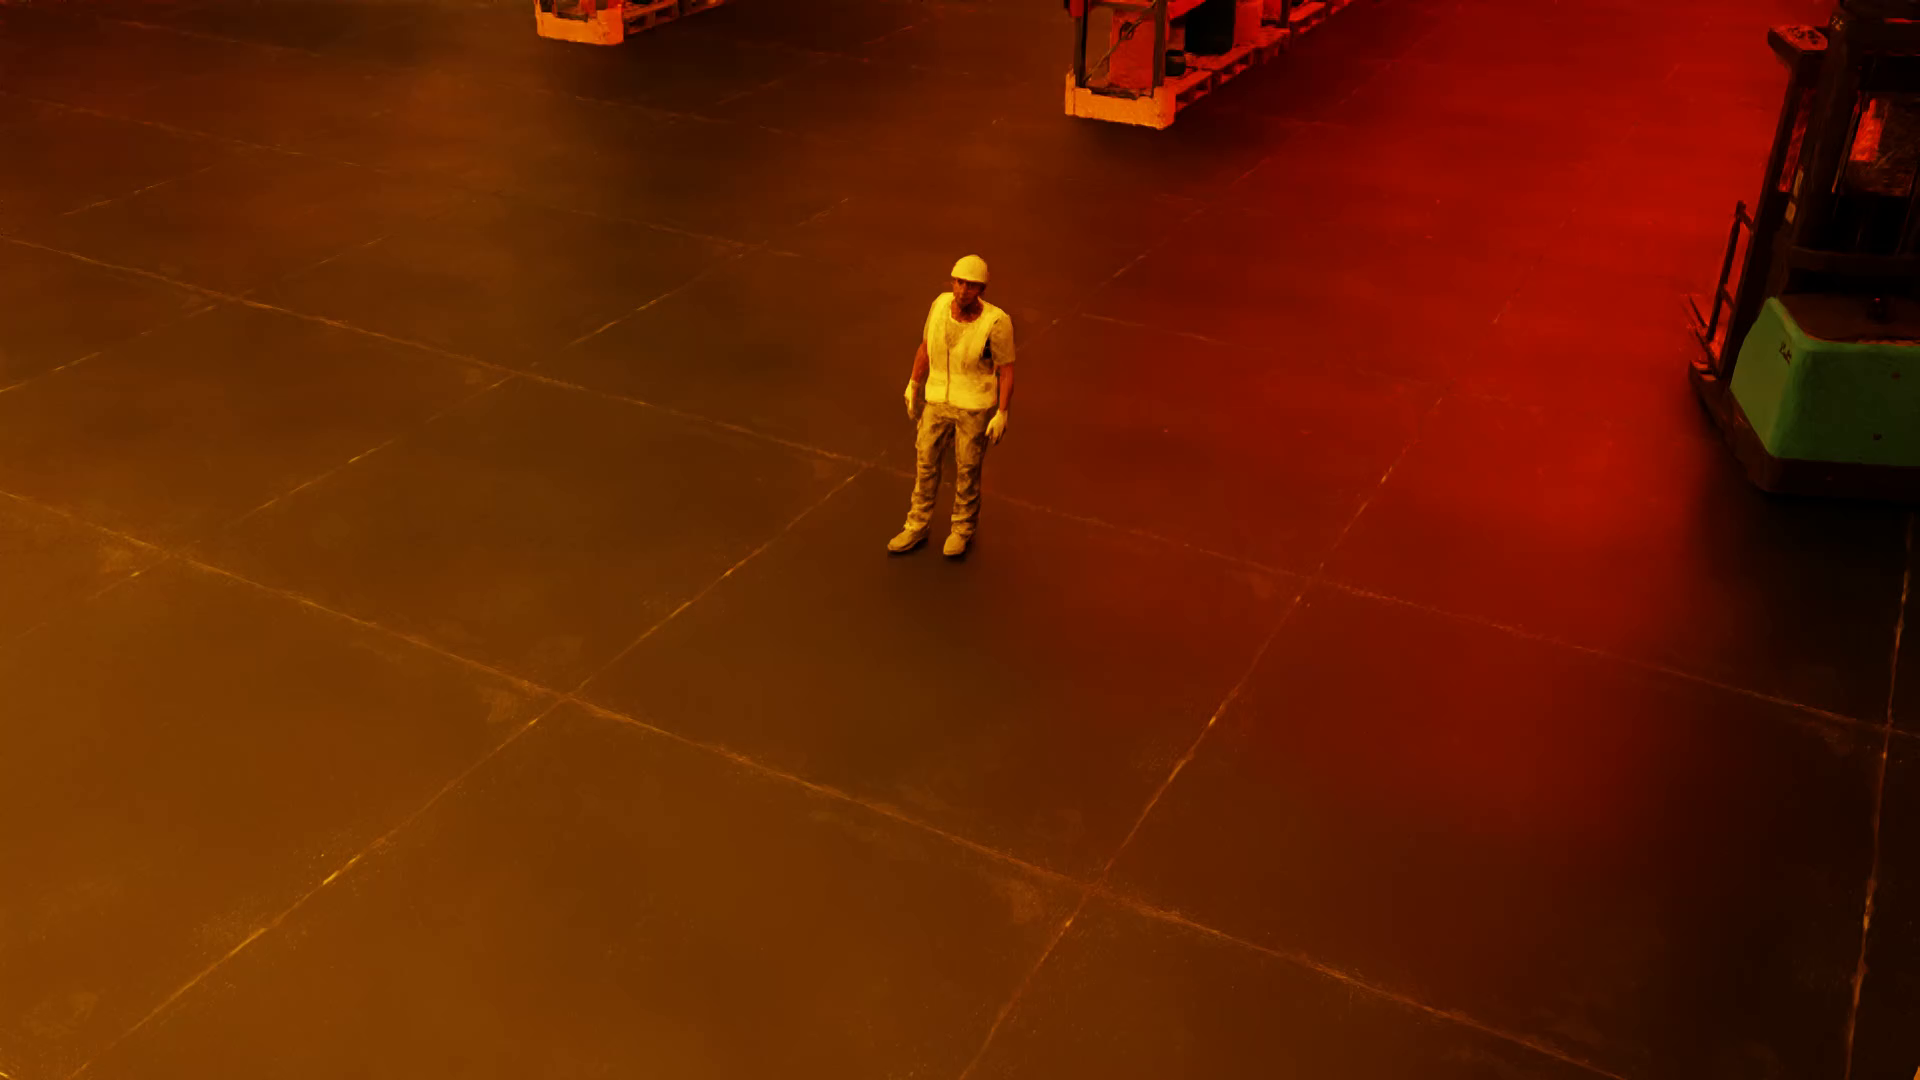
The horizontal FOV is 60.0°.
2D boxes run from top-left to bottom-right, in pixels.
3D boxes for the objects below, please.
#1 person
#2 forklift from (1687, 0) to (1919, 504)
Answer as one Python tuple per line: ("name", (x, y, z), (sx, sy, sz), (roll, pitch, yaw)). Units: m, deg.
("person", (-0.042, -0.749, 9.502), (0.655, 1.782, 0.576), (15, 33, 25))
("forklift", (5.741, -2.210, 10.900), (1.130, 2.935, 3.031), (4, 30, 8))
